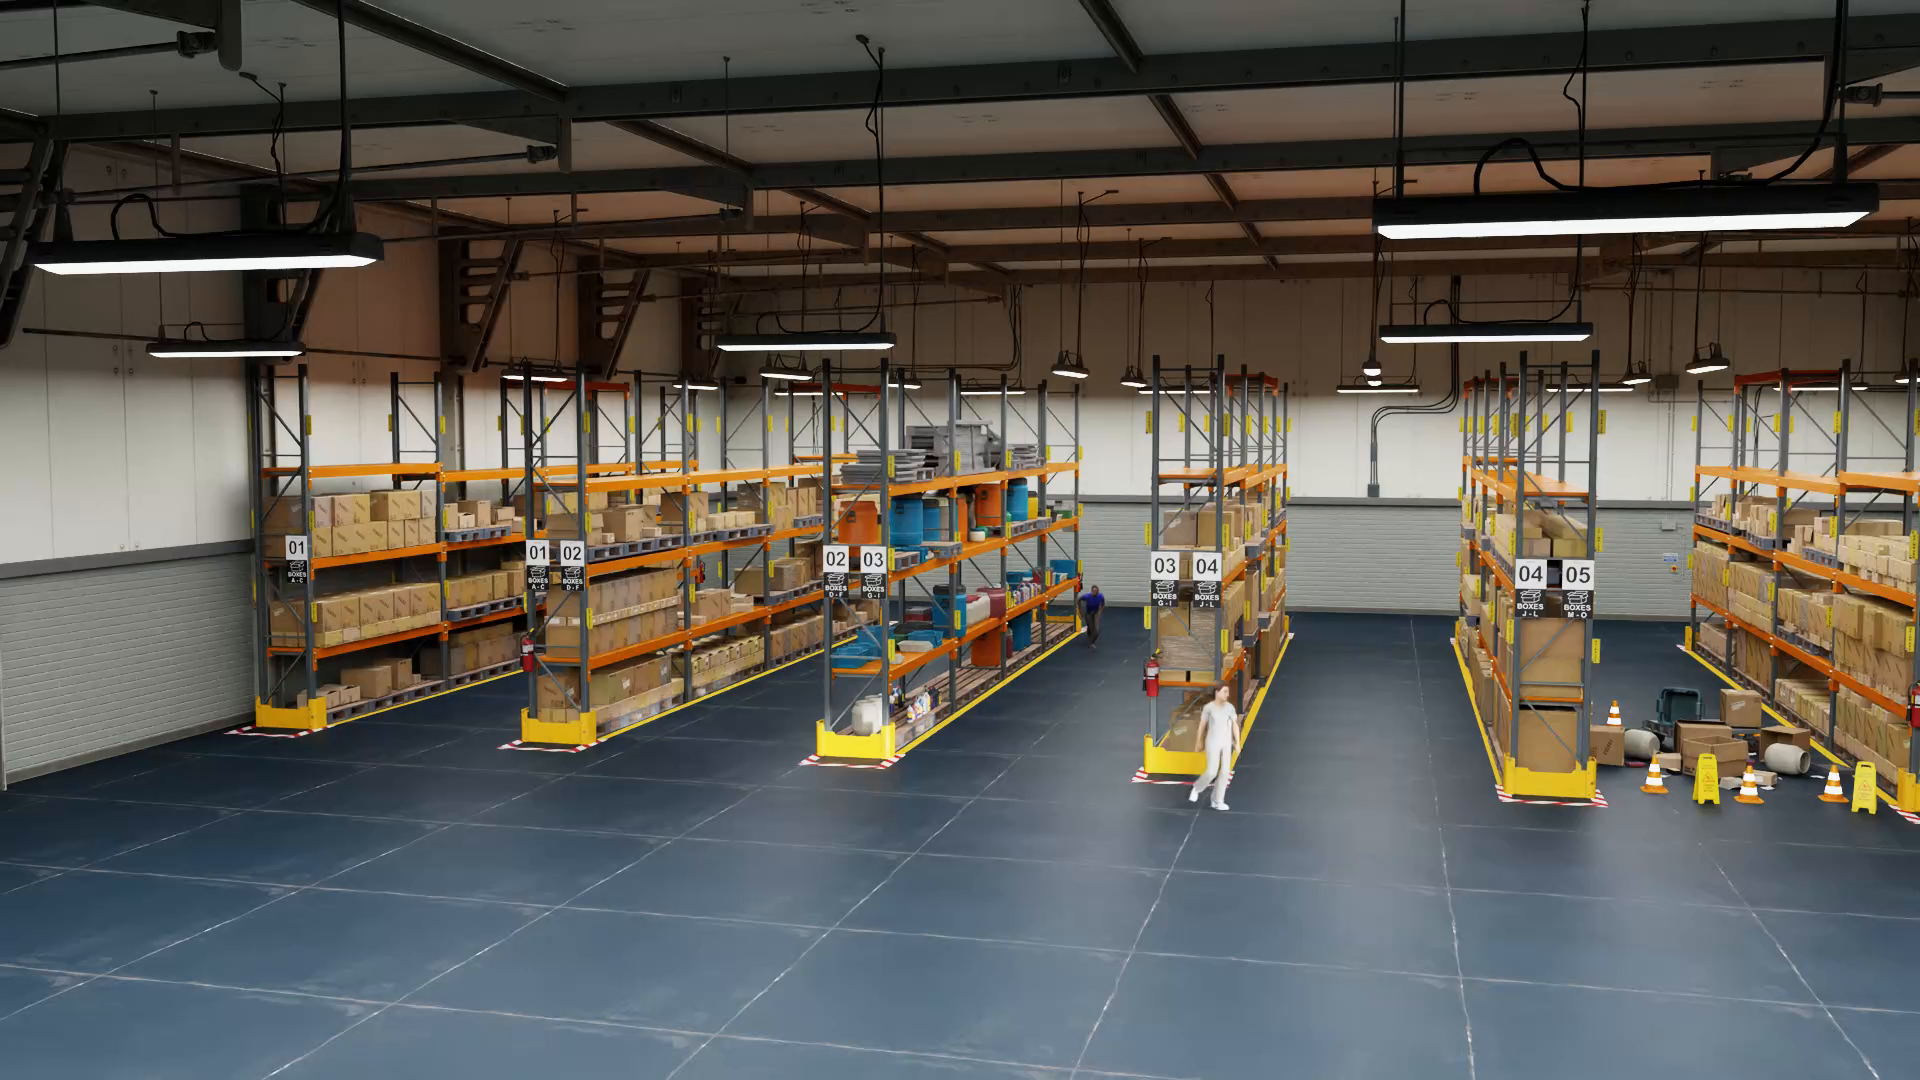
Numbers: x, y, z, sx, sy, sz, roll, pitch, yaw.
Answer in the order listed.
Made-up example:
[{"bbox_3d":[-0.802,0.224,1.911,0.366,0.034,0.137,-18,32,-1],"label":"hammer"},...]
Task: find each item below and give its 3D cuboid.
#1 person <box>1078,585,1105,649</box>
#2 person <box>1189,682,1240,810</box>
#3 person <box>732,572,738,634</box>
[{"bbox_3d":[2.934,1.727,37.256,0.588,1.451,0.794,0,4,-6],"label":"person"},{"bbox_3d":[3.307,2.681,21.671,0.568,1.643,0.556,-1,4,-19],"label":"person"},{"bbox_3d":[-5.088,1.540,38.262,0.670,1.654,0.817,0,4,3],"label":"person"}]
